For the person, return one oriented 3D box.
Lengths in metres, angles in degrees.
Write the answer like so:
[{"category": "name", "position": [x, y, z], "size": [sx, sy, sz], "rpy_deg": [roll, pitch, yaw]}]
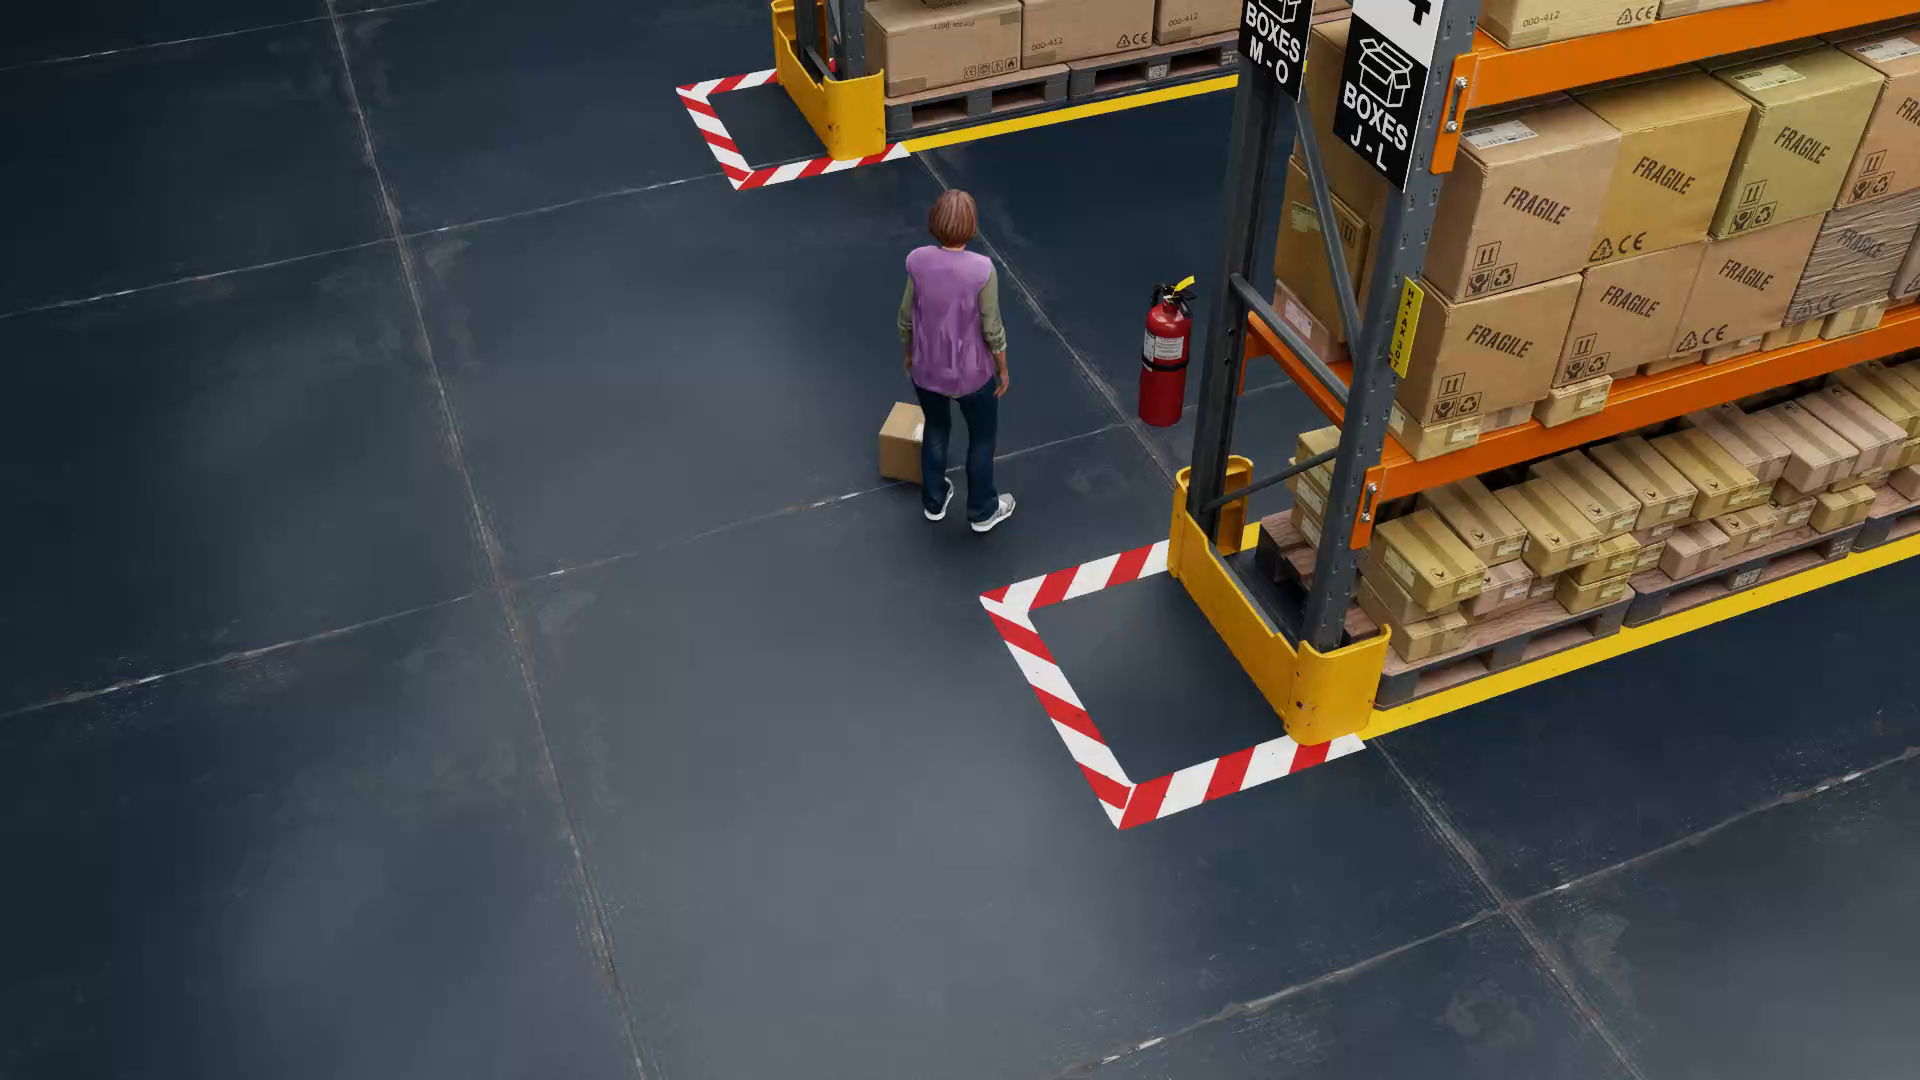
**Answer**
[{"category": "person", "position": [-0.019, -0.713, 6.952], "size": [0.484, 1.592, 0.346], "rpy_deg": [14, 44, 15]}]
